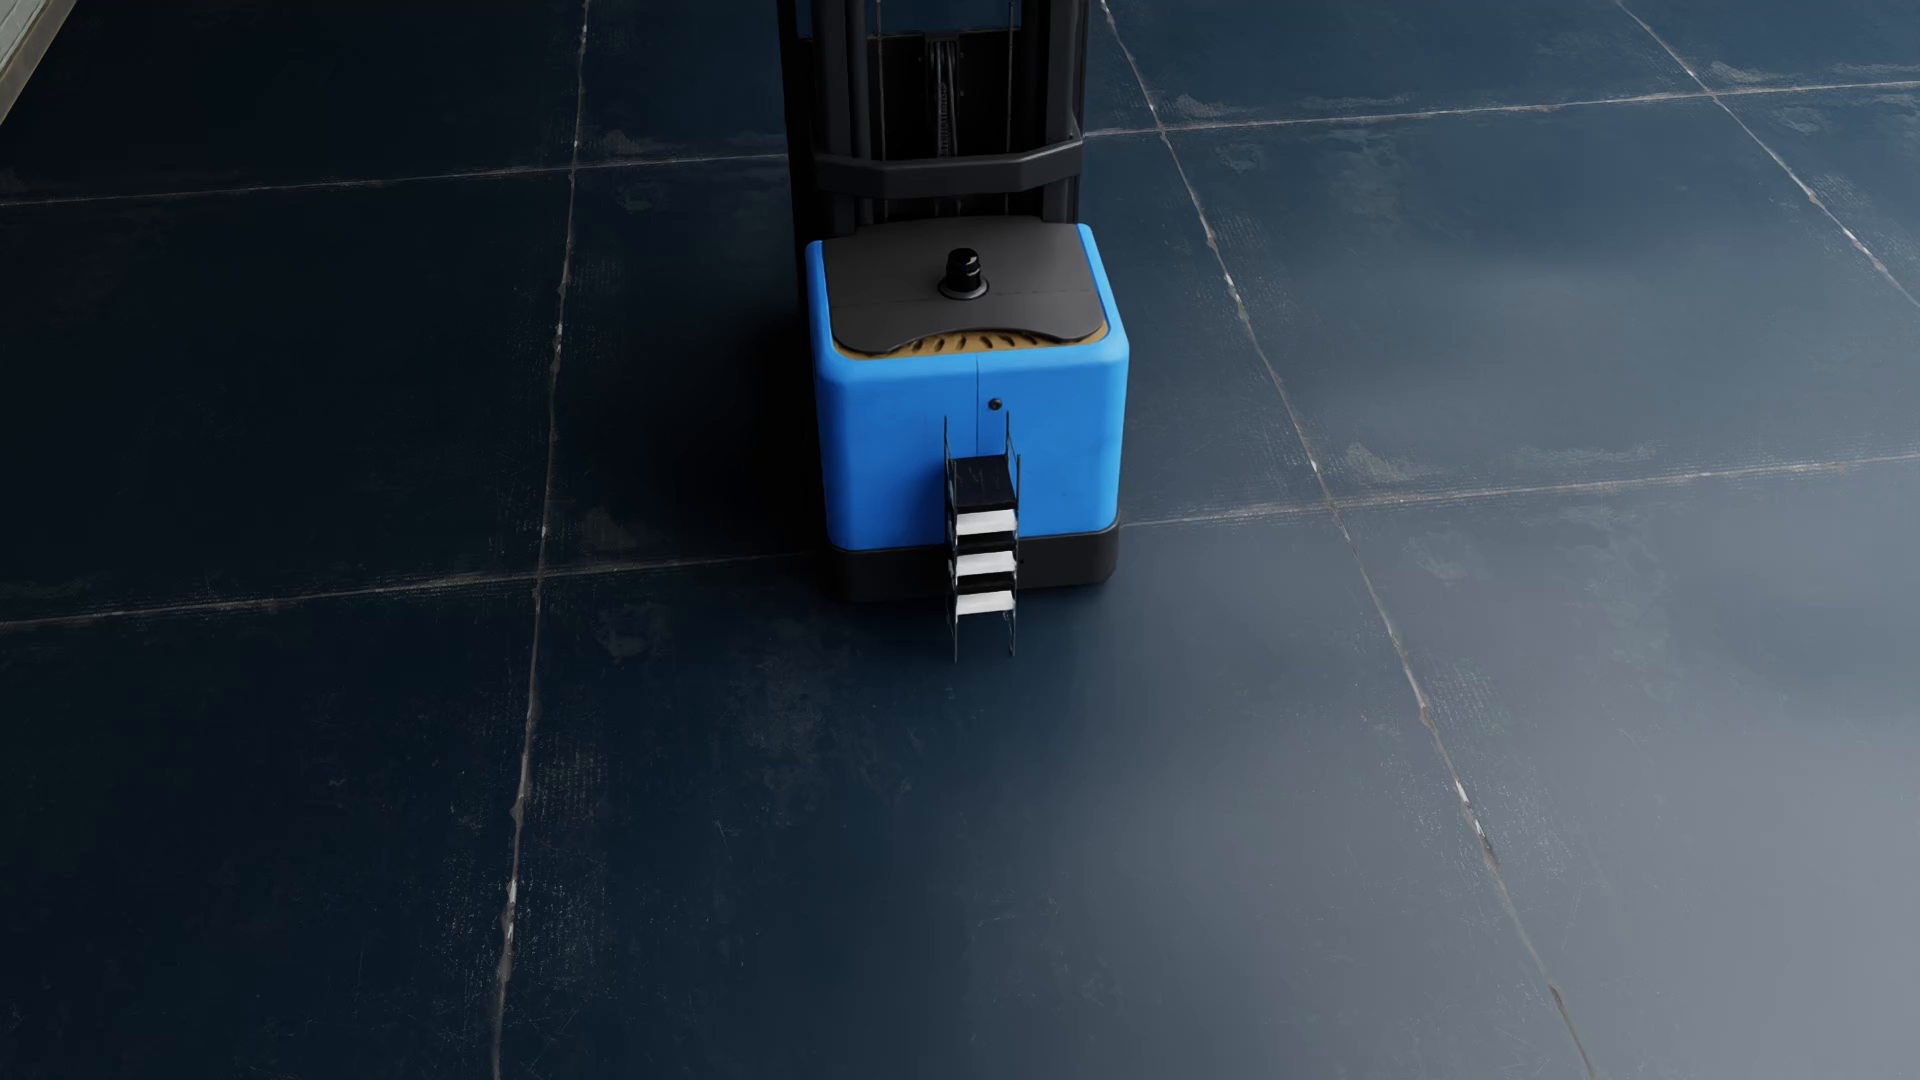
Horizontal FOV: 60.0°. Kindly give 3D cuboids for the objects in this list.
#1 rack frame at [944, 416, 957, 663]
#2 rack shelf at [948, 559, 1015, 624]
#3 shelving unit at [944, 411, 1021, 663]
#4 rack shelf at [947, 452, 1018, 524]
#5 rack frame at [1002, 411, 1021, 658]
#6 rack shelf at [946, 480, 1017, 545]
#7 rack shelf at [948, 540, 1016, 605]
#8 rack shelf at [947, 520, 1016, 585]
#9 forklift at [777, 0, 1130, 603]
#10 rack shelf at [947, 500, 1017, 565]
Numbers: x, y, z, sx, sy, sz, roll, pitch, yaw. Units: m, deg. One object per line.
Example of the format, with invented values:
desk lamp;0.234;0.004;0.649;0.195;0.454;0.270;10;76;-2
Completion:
rack frame;-0.032;0.015;5.561;0.006;0.900;0.240;-5;42;-6
rack shelf;0.069;0.164;5.715;0.200;0.077;0.258;-5;42;-6
shelving unit;0.069;0.005;5.572;0.210;0.900;0.258;-5;42;-6
rack shelf;0.069;-0.170;5.414;0.200;0.077;0.258;-5;42;-6
rack frame;0.170;-0.004;5.583;0.006;0.900;0.240;-5;42;-6
rack shelf;0.069;-0.103;5.474;0.200;0.077;0.258;-5;42;-6
rack shelf;0.069;0.097;5.655;0.200;0.077;0.258;-5;42;-6
rack shelf;0.069;0.030;5.594;0.200;0.077;0.258;-5;42;-6
forklift;-0.122;-1.852;6.115;1.130;2.935;3.031;-5;42;-5
rack shelf;0.069;-0.037;5.534;0.200;0.077;0.258;-5;42;-6
